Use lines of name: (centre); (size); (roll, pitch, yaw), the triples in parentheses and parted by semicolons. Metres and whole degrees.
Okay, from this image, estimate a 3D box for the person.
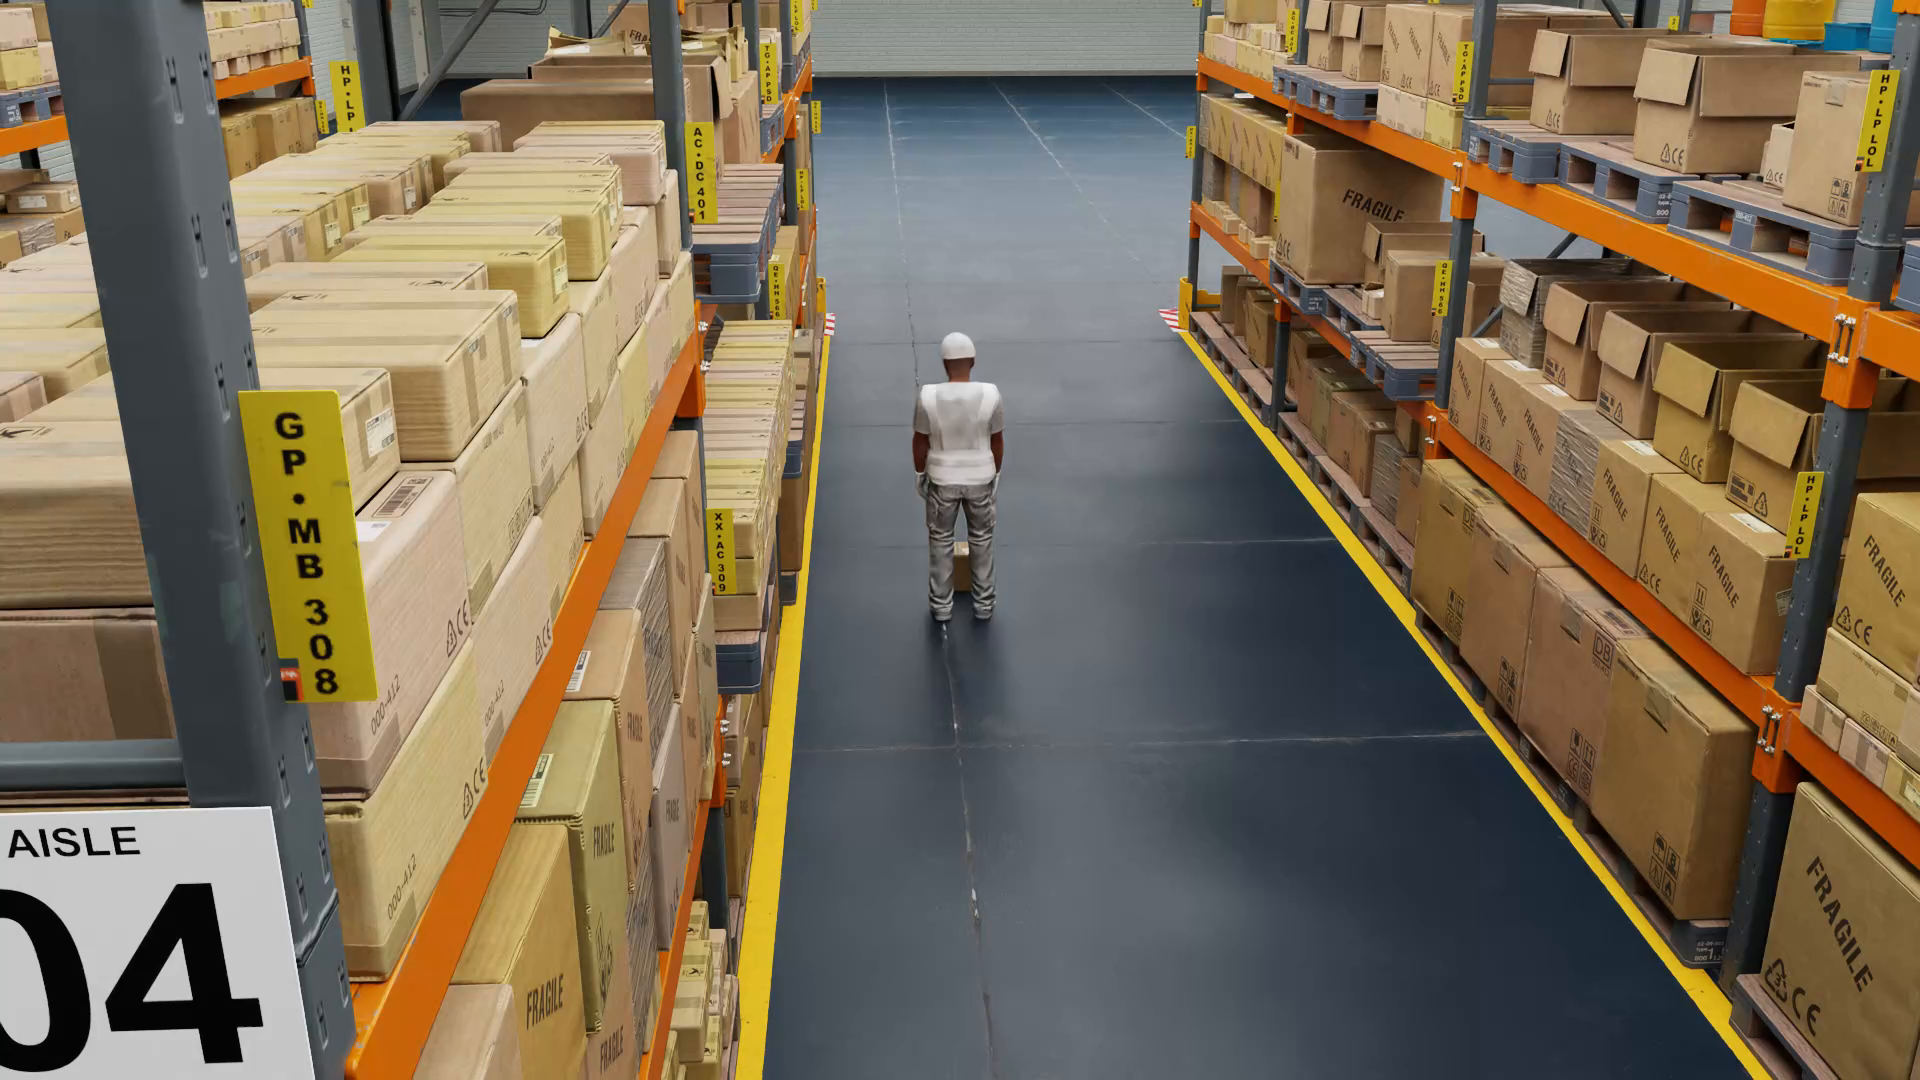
person: (-0.010, -0.373, 10.074); (0.547, 1.775, 0.364); (-1, 20, -2)
